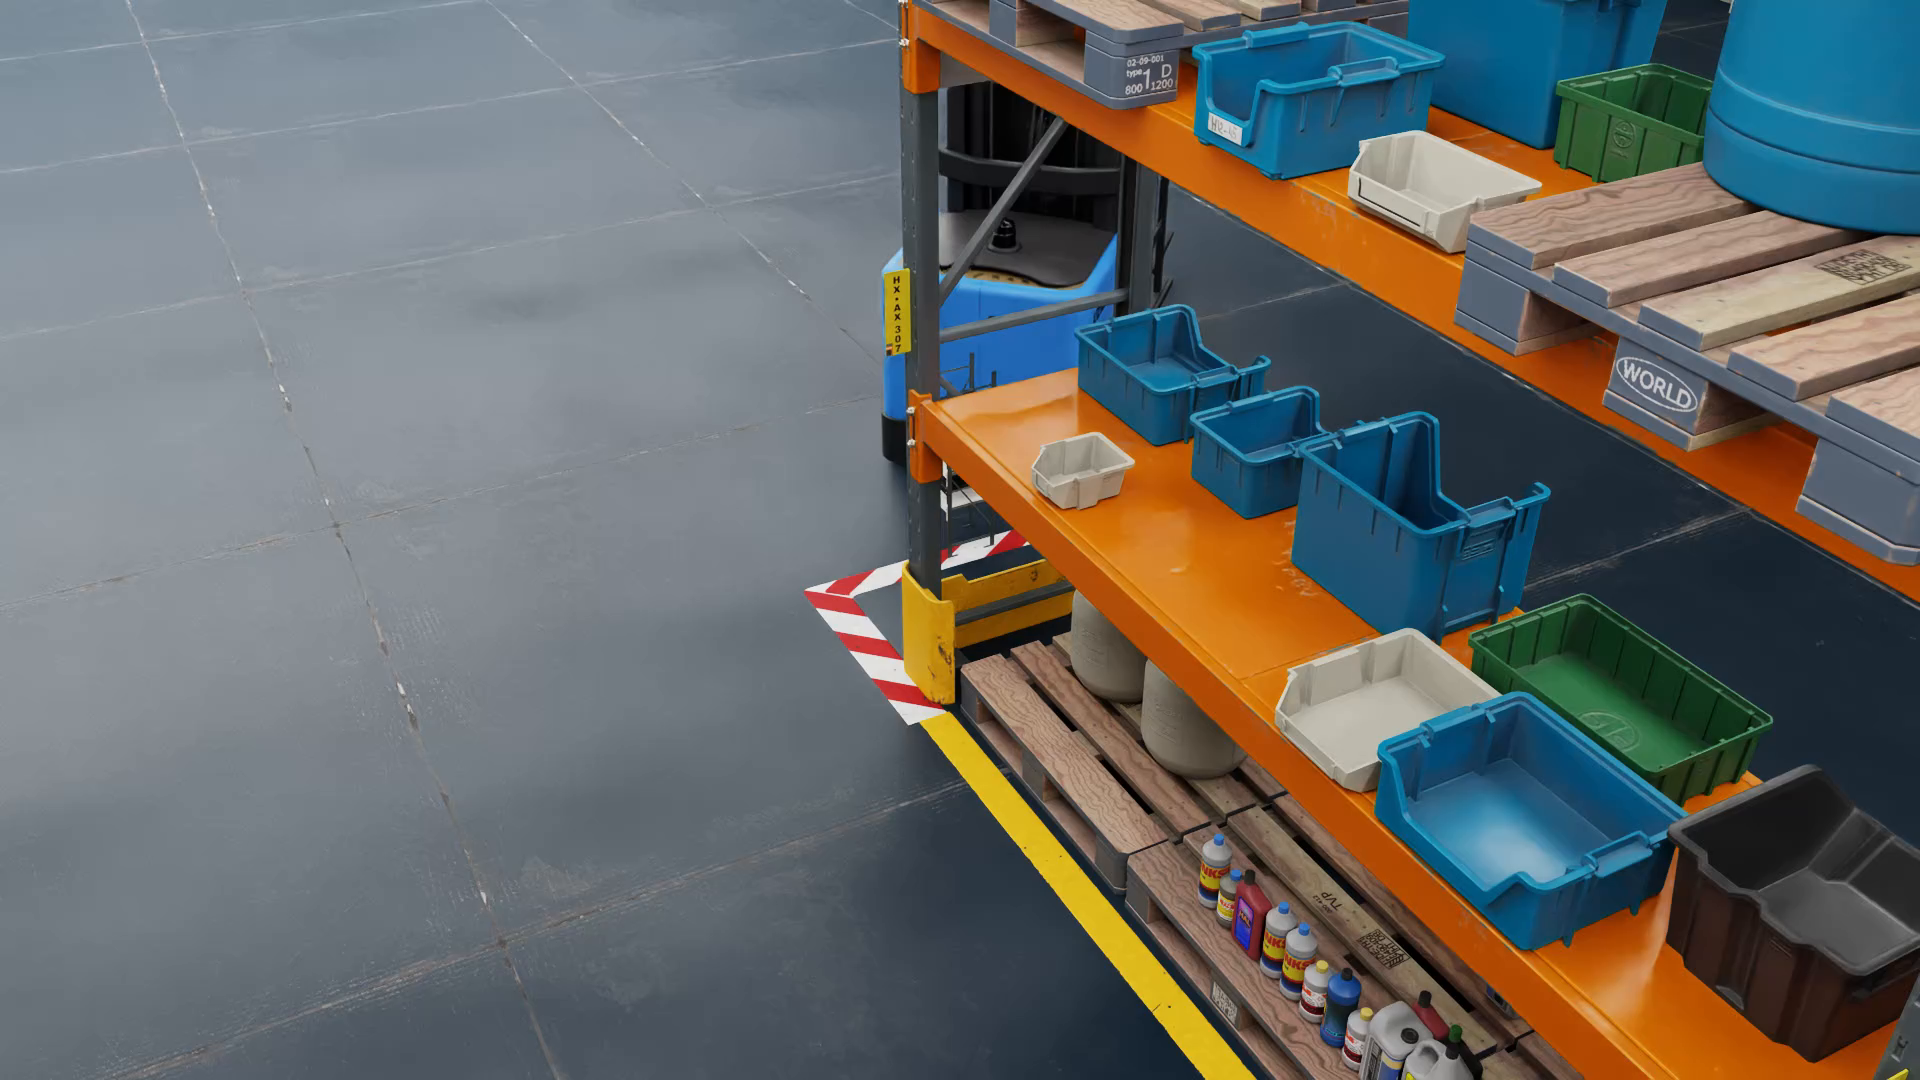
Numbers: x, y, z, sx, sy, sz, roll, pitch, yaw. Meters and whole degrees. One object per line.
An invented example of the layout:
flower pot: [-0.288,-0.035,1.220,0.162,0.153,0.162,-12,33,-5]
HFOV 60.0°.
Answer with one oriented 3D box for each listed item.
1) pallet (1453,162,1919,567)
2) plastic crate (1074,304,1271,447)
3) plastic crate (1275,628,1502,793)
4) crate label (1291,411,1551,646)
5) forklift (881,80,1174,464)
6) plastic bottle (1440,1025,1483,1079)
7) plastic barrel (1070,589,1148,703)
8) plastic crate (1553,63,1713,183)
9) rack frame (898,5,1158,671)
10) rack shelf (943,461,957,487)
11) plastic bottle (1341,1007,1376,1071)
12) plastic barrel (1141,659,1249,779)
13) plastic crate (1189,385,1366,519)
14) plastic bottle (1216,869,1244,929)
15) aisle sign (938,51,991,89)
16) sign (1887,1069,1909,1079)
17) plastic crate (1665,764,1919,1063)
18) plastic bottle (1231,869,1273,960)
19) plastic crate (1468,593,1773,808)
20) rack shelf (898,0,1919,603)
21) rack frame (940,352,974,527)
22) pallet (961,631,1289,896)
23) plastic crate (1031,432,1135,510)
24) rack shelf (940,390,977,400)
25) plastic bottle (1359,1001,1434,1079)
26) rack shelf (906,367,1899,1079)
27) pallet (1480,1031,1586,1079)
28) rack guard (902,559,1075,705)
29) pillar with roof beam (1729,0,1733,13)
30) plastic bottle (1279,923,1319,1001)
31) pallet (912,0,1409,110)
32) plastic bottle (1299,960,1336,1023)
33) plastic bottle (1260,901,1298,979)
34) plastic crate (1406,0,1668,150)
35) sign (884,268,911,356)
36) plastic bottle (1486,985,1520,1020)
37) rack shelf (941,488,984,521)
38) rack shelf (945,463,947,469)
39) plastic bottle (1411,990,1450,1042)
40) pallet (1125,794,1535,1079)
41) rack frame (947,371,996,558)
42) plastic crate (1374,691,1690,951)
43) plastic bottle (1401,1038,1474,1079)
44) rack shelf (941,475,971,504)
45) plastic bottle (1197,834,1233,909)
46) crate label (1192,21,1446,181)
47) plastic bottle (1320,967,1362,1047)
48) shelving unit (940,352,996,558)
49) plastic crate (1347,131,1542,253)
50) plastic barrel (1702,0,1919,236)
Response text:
pallet: [1.706,-0.432,3.039,1.213,0.211,1.003,-16,36,-23]
plastic crate: [0.762,-0.612,6.062,0.499,0.251,0.616,-16,36,-23]
plastic crate: [1.148,0.471,4.479,0.530,0.136,0.437,-16,36,-23]
crate label: [1.361,-0.043,5.003,0.502,0.435,0.616,-16,36,-23]
forklift: [0.546,-2.264,8.567,1.130,2.935,3.031,10,34,15]
plastic bottle: [1.412,1.511,4.721,0.061,0.283,0.133,-16,36,-23]
plastic barrel: [0.638,0.328,6.375,0.421,0.512,0.421,0,33,0]
plastic crate: [1.634,-0.924,3.828,0.336,0.188,0.450,-16,36,-23]
rack frame: [0.264,-0.838,6.277,1.000,3.000,0.127,-16,36,-23]
rack shelf: [0.004,-0.347,7.519,0.258,0.077,0.200,-16,36,-23]
plastic bottle: [1.182,1.455,4.884,0.097,0.201,0.097,0,33,0]
plastic barrel: [0.872,0.567,6.002,0.421,0.512,0.421,0,33,0]
plastic crate: [1.060,-0.300,5.576,0.499,0.251,0.408,-16,36,-23]
plastic bottle: [0.882,1.148,5.364,0.097,0.201,0.097,0,33,0]
aisle sign: [-0.029,-1.893,5.515,0.394,0.787,0.004,-16,36,-23]
sign: [1.637,1.087,3.015,0.100,0.325,0.005,-16,36,-23]
plastic crate: [1.997,0.815,3.755,0.767,0.338,0.504,-16,36,-23]
plastic bottle: [0.923,1.177,5.243,0.061,0.283,0.133,-15,36,-22]
plastic crate: [1.746,0.441,4.477,0.450,0.188,0.662,-16,36,-23]
rack shelf: [1.196,-0.844,4.173,1.077,0.370,4.000,-16,36,-23]
rack frame: [-0.044,-0.424,7.577,0.240,0.900,0.006,-16,36,-23]
pallet: [0.715,0.750,6.384,1.003,0.211,1.213,-16,36,-23]
plastic crate: [0.396,-0.219,5.556,0.298,0.136,0.250,-16,36,-23]
rack shelf: [0.004,-0.574,7.374,0.258,0.077,0.200,-16,36,-23]
plastic bottle: [1.261,1.473,4.787,0.152,0.276,0.135,-15,36,-22]
rack shelf: [1.196,0.419,4.982,1.077,0.370,4.000,-16,36,-23]
pallet: [1.853,1.914,4.567,1.003,0.211,1.213,-16,36,-23]
rack guard: [0.341,0.239,6.914,1.175,0.500,0.348,-16,36,-23]
pillar with roof beam: [3.514,-7.520,11.146,9.100,9.000,0.400,-16,36,-23]
plastic bottle: [1.040,1.280,5.092,0.097,0.271,0.097,0,33,0]
pallet: [0.563,-1.602,4.865,1.003,0.211,1.213,-16,36,-23]
plastic bottle: [1.086,1.357,5.037,0.097,0.201,0.097,0,33,0]
plastic bottle: [0.993,1.233,5.167,0.097,0.271,0.097,0,33,0]
plastic crate: [1.419,-1.260,4.170,0.392,0.384,0.575,-16,36,-23]
sign: [-0.225,-0.818,5.990,0.100,0.325,0.005,-16,36,-23]
plastic bottle: [1.714,1.299,5.059,0.152,0.276,0.135,-16,36,-23]
rack shelf: [0.004,-0.195,7.616,0.258,0.077,0.200,-16,36,-23]
rack shelf: [0.004,-0.423,7.471,0.258,0.077,0.200,-16,36,-23]
plastic bottle: [1.355,1.443,4.827,0.061,0.283,0.133,-16,36,-23]
pallet: [1.280,1.331,5.477,1.003,0.211,1.213,-16,36,-23]
rack frame: [0.051,-0.327,7.426,0.240,0.900,0.006,-16,36,-23]
plastic crate: [1.373,0.674,4.056,0.499,0.251,0.616,-16,36,-23]
plastic bottle: [1.334,1.520,4.644,0.144,0.351,0.185,-16,36,-23]
rack shelf: [0.004,-0.271,7.568,0.258,0.077,0.200,-16,36,-23]
plastic bottle: [0.834,1.069,5.422,0.097,0.271,0.097,0,33,0]
crate label: [0.844,-1.062,3.984,0.502,0.251,0.408,-16,36,-23]
plastic bottle: [1.134,1.377,4.941,0.097,0.271,0.097,0,33,0]
shelving unit: [0.004,-0.375,7.501,0.258,0.900,0.210,-16,36,-23]
plastic crate: [1.023,-0.745,3.597,0.243,0.136,0.396,-16,36,-23]
plastic barrel: [1.760,-1.082,3.024,0.600,0.901,0.708,-16,36,-23]
